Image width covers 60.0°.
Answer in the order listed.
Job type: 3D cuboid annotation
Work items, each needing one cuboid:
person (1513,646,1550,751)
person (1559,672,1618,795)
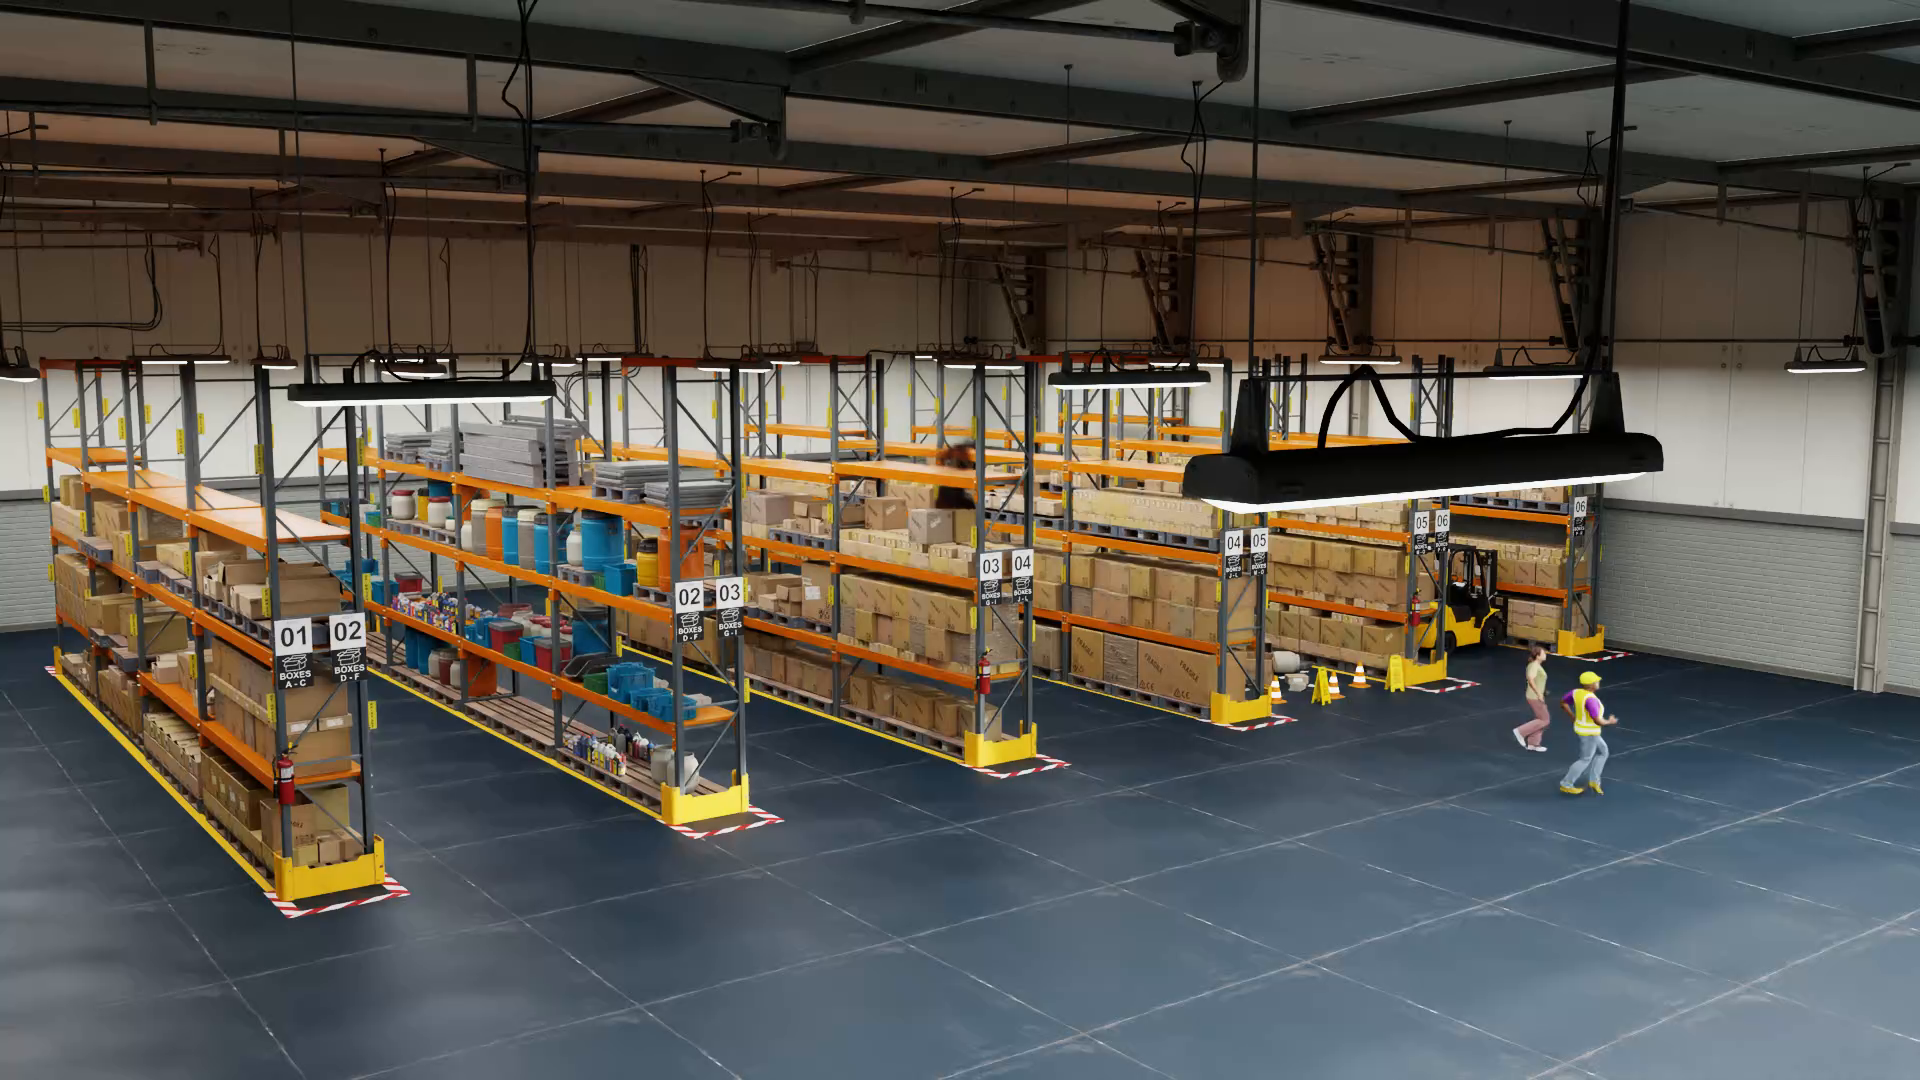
[{"bbox_3d":[8.842,2.453,25.721,0.544,1.622,0.596,1,7,10],"label":"person"},{"bbox_3d":[8.737,2.707,23.150,0.741,1.794,0.707,0,7,2],"label":"person"}]
